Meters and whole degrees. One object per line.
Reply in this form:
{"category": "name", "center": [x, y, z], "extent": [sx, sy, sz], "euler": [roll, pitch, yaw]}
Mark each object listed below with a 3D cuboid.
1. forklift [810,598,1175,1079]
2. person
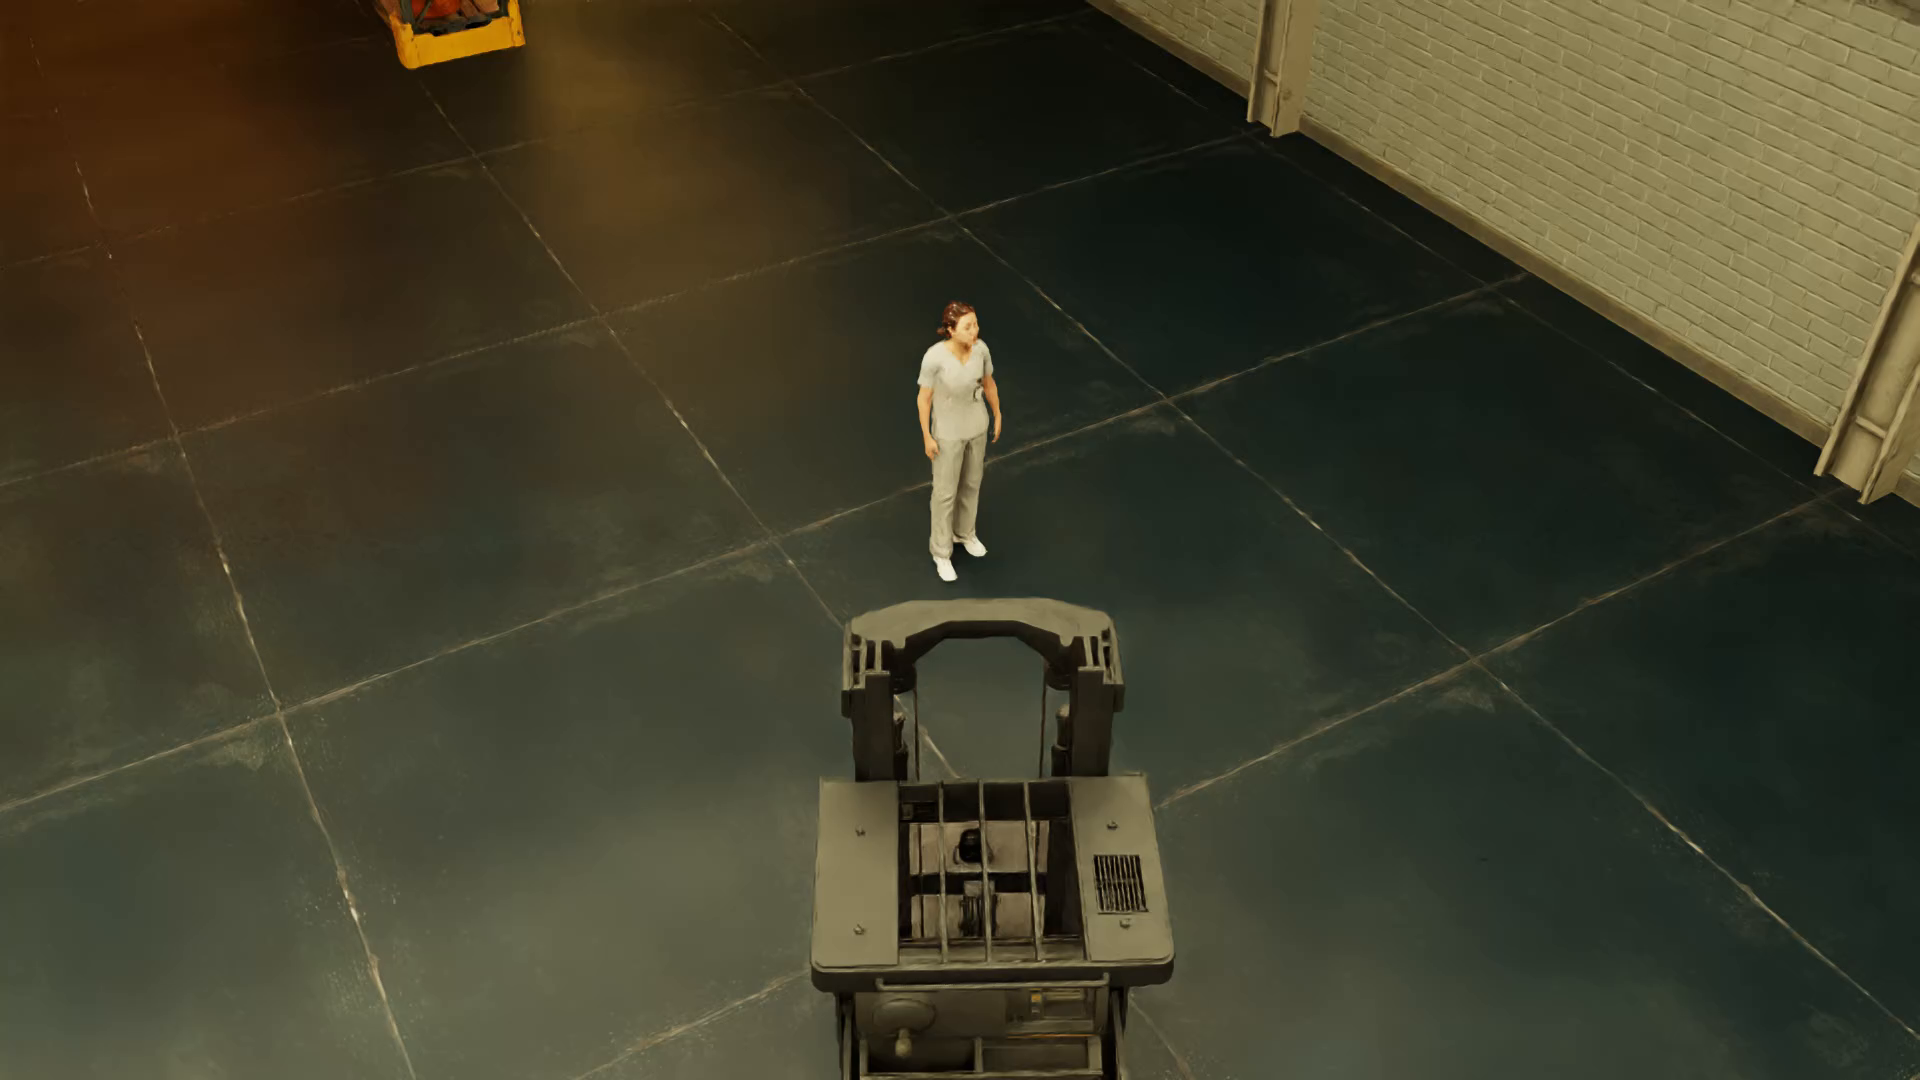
{"category": "forklift", "center": [0.087, 1.758, 5.917], "extent": [1.130, 2.935, 3.031], "euler": [-1, 40, -1]}
{"category": "person", "center": [0.026, -0.605, 9.738], "extent": [0.550, 1.674, 0.548], "euler": [-20, 44, -23]}
